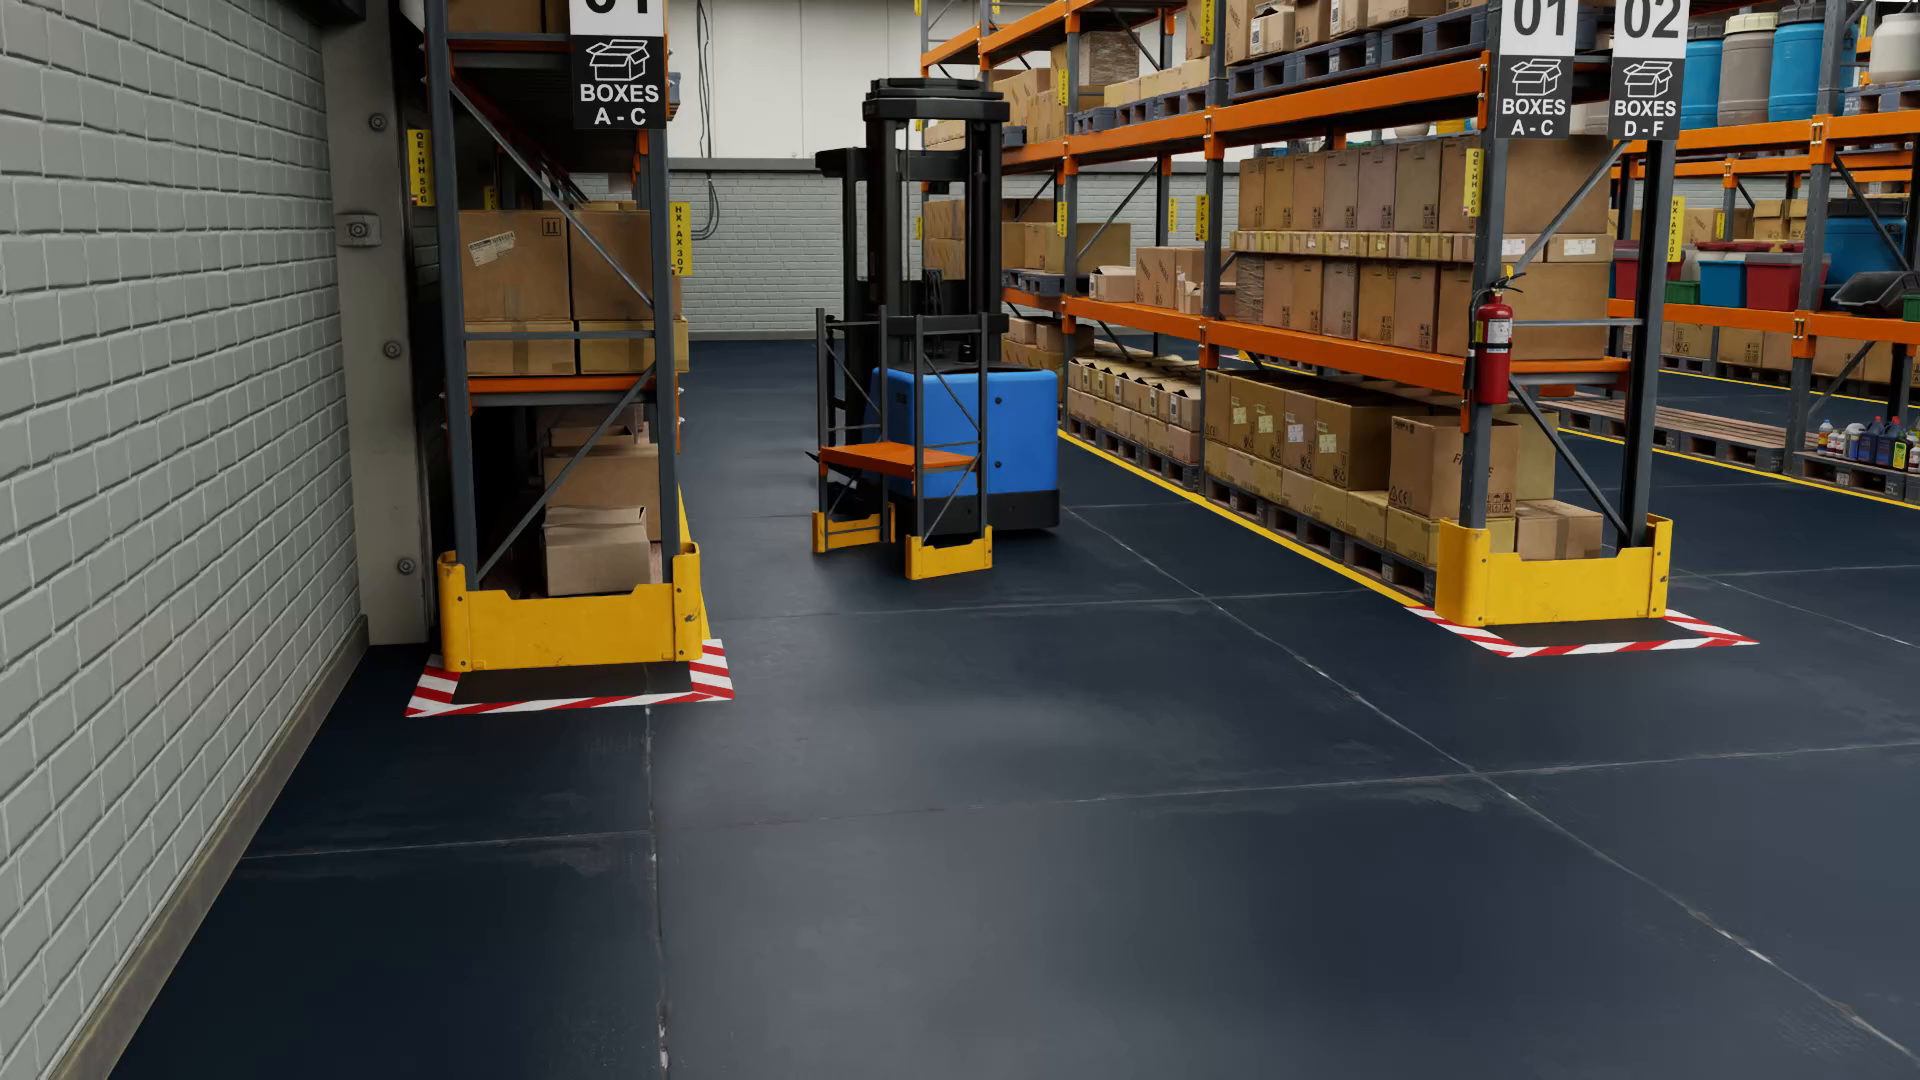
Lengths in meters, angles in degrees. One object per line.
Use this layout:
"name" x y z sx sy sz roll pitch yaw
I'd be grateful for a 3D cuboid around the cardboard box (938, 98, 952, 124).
"cardboard box" 0.085 -5.851 22.450 0.700 0.500 0.500 -2 11 -11

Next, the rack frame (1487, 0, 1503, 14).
"rack frame" 3.067 -4.038 7.844 1.000 3.000 0.127 -2 11 -11

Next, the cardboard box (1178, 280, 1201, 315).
"cardboard box" 1.937 -1.913 13.084 0.396 0.266 0.258 -2 11 -12

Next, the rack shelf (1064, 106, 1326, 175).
"rack shelf" 1.900 -3.311 13.974 1.077 0.370 4.000 -2 11 -11

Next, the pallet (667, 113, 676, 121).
"pallet" -2.790 -3.332 12.661 1.213 0.211 1.003 -2 11 -11

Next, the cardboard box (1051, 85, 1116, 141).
"cardboard box" 1.393 -4.160 16.238 0.910 0.500 0.500 -2 11 -11

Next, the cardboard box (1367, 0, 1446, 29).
"cardboard box" 2.584 -2.967 9.146 0.500 0.250 0.500 -2 11 -11

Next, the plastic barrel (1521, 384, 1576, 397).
"plastic barrel" 6.258 -1.967 17.689 0.600 0.830 0.708 -2 11 -11

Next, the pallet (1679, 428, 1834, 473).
"pallet" 6.957 -0.777 14.213 1.003 0.211 1.213 -2 11 -11

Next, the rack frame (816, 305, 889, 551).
"rack frame" -0.664 -0.695 10.339 0.500 1.500 0.032 -8 13 -36

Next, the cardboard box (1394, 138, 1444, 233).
"cardboard box" 2.870 -1.969 9.284 0.700 0.500 0.500 -2 11 -12

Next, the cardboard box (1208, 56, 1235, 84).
"cardboard box" 2.178 -3.544 12.550 0.500 0.250 0.500 -1 11 -5

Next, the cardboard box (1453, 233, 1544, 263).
"cardboard box" 2.805 -1.522 8.667 0.380 0.149 0.250 -2 11 -12

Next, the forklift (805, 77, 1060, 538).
"forklift" -0.362 -1.686 11.717 1.130 2.935 3.031 -4 12 -21

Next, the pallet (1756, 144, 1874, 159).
"pallet" 10.677 -4.864 20.721 0.805 0.209 1.217 -3 11 -13

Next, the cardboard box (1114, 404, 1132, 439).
"cardboard box" 1.629 -1.026 14.293 0.500 0.250 0.500 -2 11 -10

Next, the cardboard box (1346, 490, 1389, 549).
"cardboard box" 2.563 -0.125 9.563 0.500 0.250 0.500 -2 11 -11

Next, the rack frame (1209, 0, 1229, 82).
"rack frame" 2.289 -4.772 11.699 1.000 3.000 0.127 -2 11 -11

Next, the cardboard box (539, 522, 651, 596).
"cardboard box" -1.838 0.065 8.349 0.500 0.311 0.500 -3 11 -17

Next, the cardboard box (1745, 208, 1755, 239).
"cardboard box" 10.608 -4.189 22.284 0.500 0.500 0.500 -2 11 -11

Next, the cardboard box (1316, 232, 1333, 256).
"cardboard box" 2.456 -1.852 10.402 0.380 0.149 0.250 -2 11 -11

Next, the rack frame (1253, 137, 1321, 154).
"rack frame" 4.814 -7.152 24.205 1.000 3.000 0.127 -2 11 -11

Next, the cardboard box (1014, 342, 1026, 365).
"cardboard box" 0.890 -1.900 18.166 0.500 0.500 0.500 -3 11 -13

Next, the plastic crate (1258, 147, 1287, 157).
"plastic crate" 4.616 -5.533 24.073 0.497 0.269 0.590 -2 11 -11

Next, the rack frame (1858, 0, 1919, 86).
"rack frame" 14.557 -7.494 26.001 1.000 3.000 0.127 -2 11 -11

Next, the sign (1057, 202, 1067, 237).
"sign" 0.980 -3.066 15.900 0.100 0.325 0.005 -2 11 -11

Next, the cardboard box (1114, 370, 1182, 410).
"cardboard box" 1.632 -1.298 14.227 0.500 0.311 0.500 -2 11 -12

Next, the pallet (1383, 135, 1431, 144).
"pallet" 5.840 -4.712 19.912 1.213 0.211 1.003 -2 11 -11

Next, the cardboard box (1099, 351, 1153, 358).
"cardboard box" 1.702 -1.640 16.800 0.500 0.500 0.500 -2 11 -9

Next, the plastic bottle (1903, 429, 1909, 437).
"plastic bottle" 7.045 -0.694 12.443 0.097 0.271 0.097 0 11 0

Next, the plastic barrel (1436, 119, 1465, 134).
"plastic barrel" 5.969 -5.083 19.733 0.600 0.588 0.600 0 11 0

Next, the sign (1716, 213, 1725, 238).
"sign" 9.906 -4.095 21.662 0.100 0.325 0.005 -2 11 -11

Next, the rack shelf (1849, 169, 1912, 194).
"rack shelf" 14.946 -5.300 24.422 1.077 0.370 4.000 -2 11 -11

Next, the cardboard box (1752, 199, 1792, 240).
"cardboard box" 10.583 -4.076 21.141 0.797 0.503 0.637 -2 11 -12

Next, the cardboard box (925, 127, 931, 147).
"cardboard box" -0.201 -5.567 22.965 0.500 0.250 0.500 -2 11 -11

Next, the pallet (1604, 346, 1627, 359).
"pallet" 9.905 -2.871 25.217 1.003 0.211 1.213 -2 11 -11

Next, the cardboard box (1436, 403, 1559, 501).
"cardboard box" 3.081 -0.513 9.594 0.500 0.500 0.500 -2 11 -11

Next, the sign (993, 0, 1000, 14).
"sign" 0.503 -7.526 23.246 0.100 0.325 0.005 -2 11 -11

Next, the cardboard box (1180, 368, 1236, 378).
"cardboard box" 2.152 -1.322 14.352 0.500 0.311 0.500 -2 11 -9

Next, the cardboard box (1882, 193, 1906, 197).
"cardboard box" 14.489 -5.049 25.463 0.500 0.500 0.500 -2 11 -9

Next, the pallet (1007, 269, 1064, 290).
"pallet" 1.128 -2.820 18.005 1.003 0.211 1.213 -2 11 -11

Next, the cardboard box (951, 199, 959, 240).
"cardboard box" 0.180 -4.102 21.282 0.500 0.500 0.500 -2 11 -11

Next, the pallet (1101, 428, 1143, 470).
"pallet" 1.866 -0.813 14.401 1.003 0.211 1.213 -2 11 -11

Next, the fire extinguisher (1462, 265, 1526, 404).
"fire extinguisher" 2.634 -1.014 8.210 0.296 0.674 0.183 -2 11 -11

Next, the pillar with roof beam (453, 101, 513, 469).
"pillar with roof beam" 0.279 -5.211 14.008 9.100 9.000 0.400 -2 11 -11

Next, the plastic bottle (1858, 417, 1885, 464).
"plastic bottle" 6.898 -0.756 12.552 0.144 0.351 0.185 -2 11 -9

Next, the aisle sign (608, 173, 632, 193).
"aisle sign" -4.623 -5.146 22.756 0.394 0.787 0.004 -2 11 -11

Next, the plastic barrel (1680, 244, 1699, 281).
"plastic barrel" 6.862 -2.534 15.690 0.421 0.512 0.421 0 11 0

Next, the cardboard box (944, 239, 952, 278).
"cardboard box" 0.078 -3.705 21.873 0.500 0.500 0.500 -2 11 -10

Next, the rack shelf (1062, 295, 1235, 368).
"rack shelf" 1.900 -1.838 14.254 1.077 0.370 4.000 -2 11 -11

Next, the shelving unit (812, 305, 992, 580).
"shelving unit" -0.363 -0.621 9.947 0.587 1.500 1.083 -8 13 -36

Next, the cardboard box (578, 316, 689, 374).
"cardboard box" -1.575 -0.947 7.998 0.500 0.250 0.500 -2 11 -13

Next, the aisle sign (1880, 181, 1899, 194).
"aisle sign" 14.837 -5.848 26.447 0.394 0.787 0.004 -2 11 -11

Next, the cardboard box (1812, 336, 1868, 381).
"cardboard box" 10.949 -2.371 19.692 1.225 0.875 0.875 -2 11 -11

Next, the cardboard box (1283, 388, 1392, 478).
"cardboard box" 2.365 -0.677 10.456 0.500 0.500 0.500 -2 11 -11

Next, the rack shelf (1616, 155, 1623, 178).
"rack shelf" 5.981 -4.224 18.771 1.077 0.370 4.000 -2 11 -11

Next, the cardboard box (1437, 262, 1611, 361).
"cardboard box" 2.988 -1.226 8.848 0.700 0.500 0.500 -2 11 -11

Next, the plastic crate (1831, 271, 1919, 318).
"plastic crate" 7.125 -1.873 12.680 0.767 0.338 0.504 -2 11 -11
